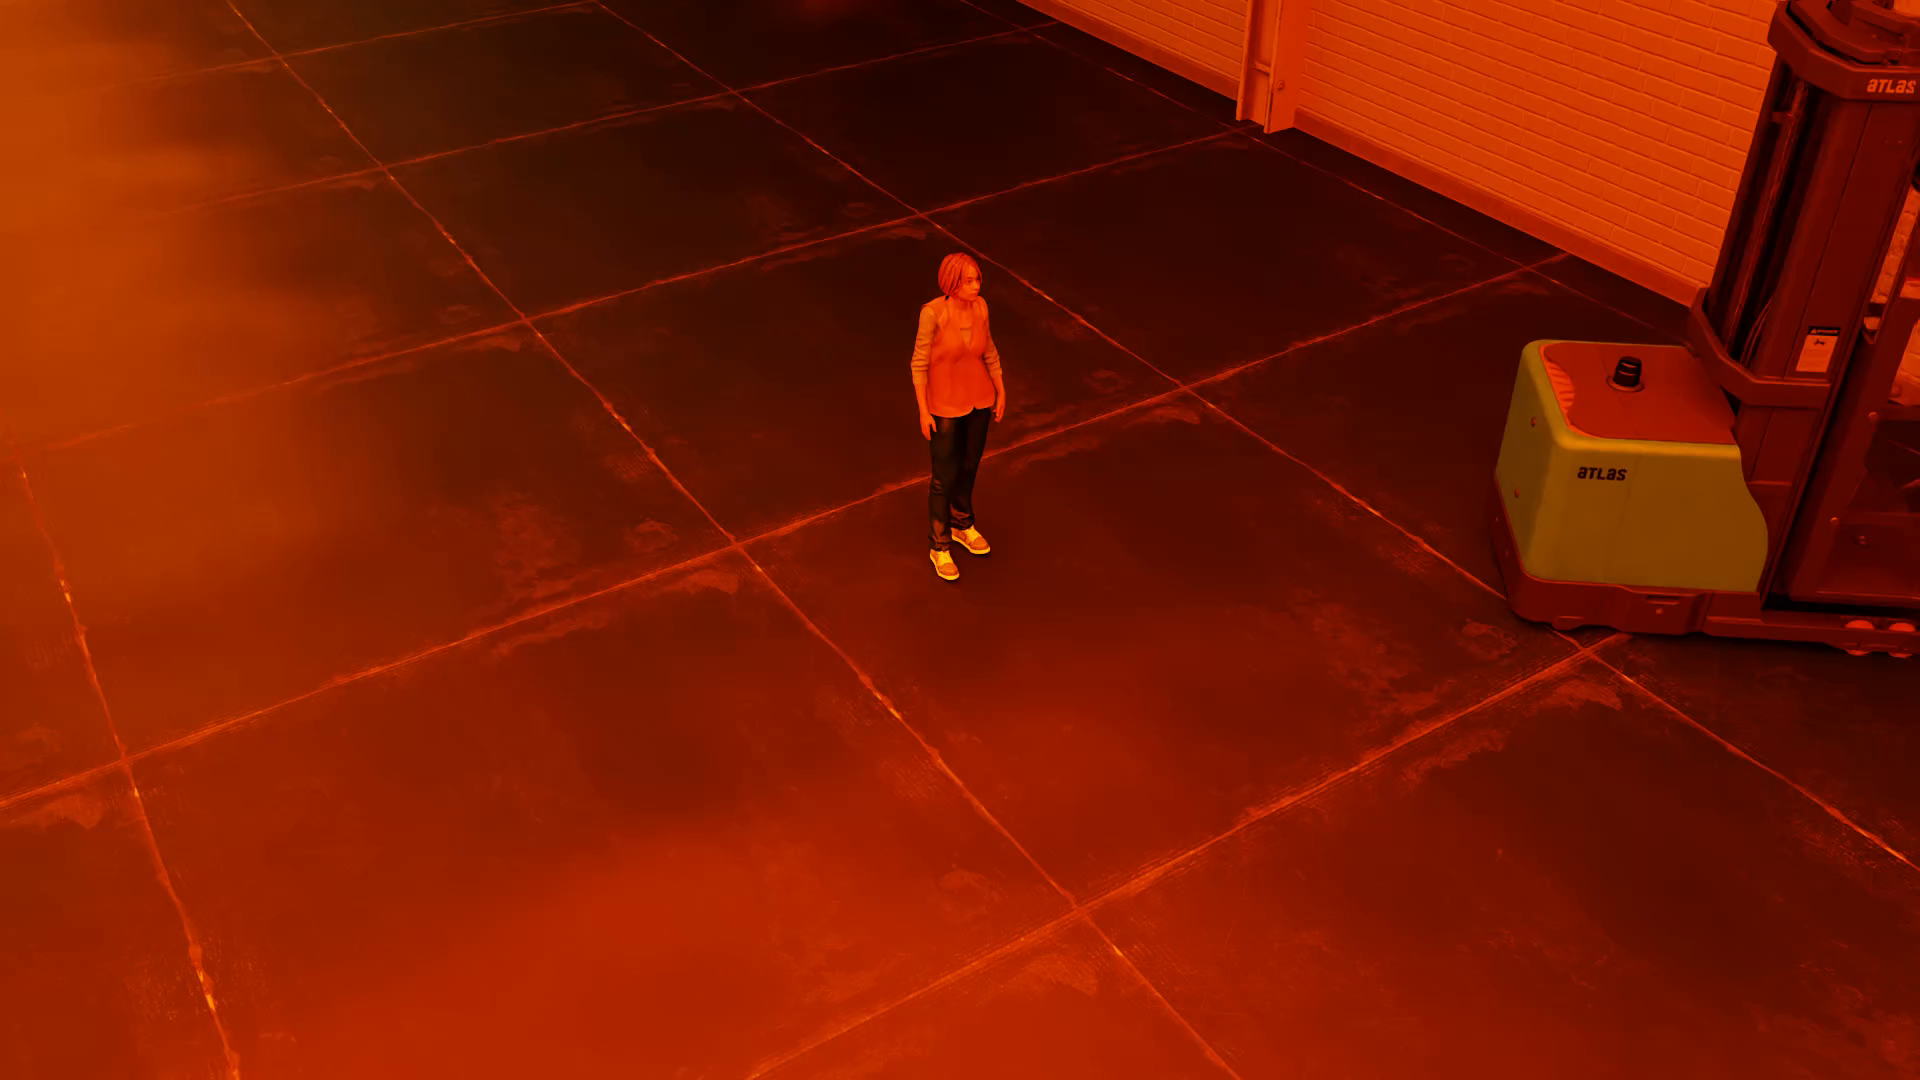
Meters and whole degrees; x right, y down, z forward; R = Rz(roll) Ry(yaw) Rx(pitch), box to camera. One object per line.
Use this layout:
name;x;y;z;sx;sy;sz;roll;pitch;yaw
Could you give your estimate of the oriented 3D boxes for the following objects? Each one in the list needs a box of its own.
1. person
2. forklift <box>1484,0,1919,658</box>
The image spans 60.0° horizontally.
person;0.028;-0.620;8.177;0.520;1.597;0.476;-21;40;-27
forklift;4.236;-0.963;7.519;3.031;2.935;1.130;3;35;5
